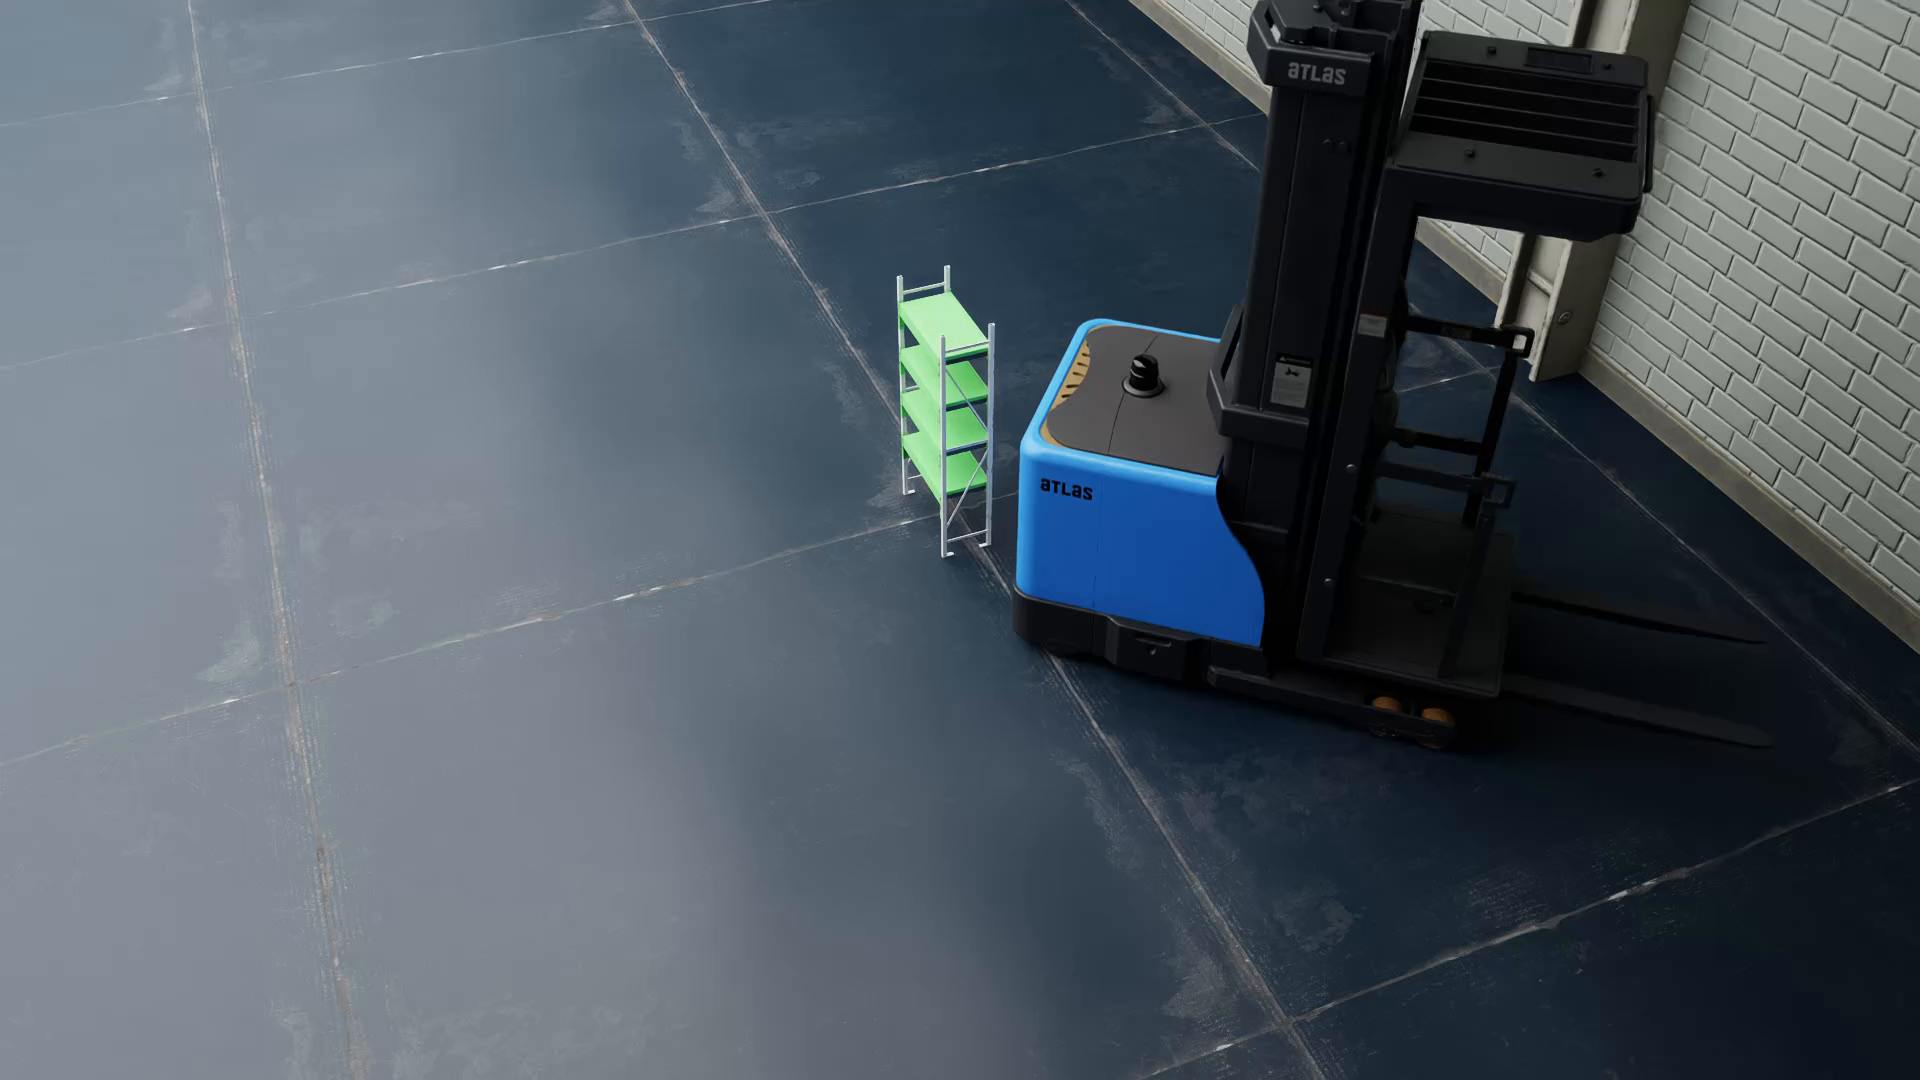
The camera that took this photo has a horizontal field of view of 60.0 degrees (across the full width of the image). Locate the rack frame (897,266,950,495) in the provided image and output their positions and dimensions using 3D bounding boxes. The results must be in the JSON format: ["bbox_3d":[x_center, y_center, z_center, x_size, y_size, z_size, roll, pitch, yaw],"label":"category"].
[{"bbox_3d":[-0.157,-0.702,7.564,0.240,1.200,0.015,-15,43,-17],"label":"rack frame"}]

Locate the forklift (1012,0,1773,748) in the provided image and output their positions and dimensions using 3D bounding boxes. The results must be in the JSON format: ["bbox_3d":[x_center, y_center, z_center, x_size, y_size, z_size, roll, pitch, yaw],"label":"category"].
[{"bbox_3d":[1.796,-0.664,6.193,3.031,2.935,1.130,12,42,14],"label":"forklift"}]

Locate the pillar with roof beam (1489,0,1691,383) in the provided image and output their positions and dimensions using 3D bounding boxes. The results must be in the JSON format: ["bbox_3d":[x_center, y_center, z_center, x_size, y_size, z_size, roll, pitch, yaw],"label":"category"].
[{"bbox_3d":[-0.935,-3.309,4.615,9.100,9.000,0.400,-15,43,-17],"label":"pillar with roof beam"}]

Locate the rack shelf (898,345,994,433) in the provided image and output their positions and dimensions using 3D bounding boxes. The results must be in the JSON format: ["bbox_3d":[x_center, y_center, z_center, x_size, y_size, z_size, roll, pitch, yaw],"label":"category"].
[{"bbox_3d":[-0.063,-0.688,7.279,0.258,0.148,0.480,-15,43,-17],"label":"rack shelf"}]

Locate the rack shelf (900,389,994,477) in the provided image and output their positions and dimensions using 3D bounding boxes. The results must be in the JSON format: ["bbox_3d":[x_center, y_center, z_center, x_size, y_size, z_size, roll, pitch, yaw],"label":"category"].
[{"bbox_3d":[-0.063,-0.506,7.435,0.258,0.148,0.480,-15,43,-17],"label":"rack shelf"}]

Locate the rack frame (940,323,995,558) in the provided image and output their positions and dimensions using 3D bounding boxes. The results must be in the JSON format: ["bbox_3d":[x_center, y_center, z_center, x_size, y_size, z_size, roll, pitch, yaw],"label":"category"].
[{"bbox_3d":[0.030,-0.408,7.222,0.240,1.200,0.015,-15,43,-17],"label":"rack frame"}]

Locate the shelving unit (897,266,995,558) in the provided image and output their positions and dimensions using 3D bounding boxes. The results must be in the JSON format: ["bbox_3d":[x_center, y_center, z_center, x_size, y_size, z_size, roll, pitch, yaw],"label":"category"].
[{"bbox_3d":[-0.063,-0.555,7.393,0.258,1.200,0.503,-15,43,-17],"label":"shelving unit"}]

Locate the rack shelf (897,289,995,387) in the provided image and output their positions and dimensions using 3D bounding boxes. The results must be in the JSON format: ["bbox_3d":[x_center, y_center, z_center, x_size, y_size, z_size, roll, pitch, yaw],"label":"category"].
[{"bbox_3d":[-0.063,-0.870,7.122,0.258,0.148,0.480,-15,43,-17],"label":"rack shelf"}]

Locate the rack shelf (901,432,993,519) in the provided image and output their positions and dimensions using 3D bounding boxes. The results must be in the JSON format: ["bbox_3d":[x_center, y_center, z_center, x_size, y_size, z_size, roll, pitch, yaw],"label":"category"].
[{"bbox_3d":[-0.063,-0.324,7.592,0.258,0.148,0.480,-15,43,-17],"label":"rack shelf"}]
